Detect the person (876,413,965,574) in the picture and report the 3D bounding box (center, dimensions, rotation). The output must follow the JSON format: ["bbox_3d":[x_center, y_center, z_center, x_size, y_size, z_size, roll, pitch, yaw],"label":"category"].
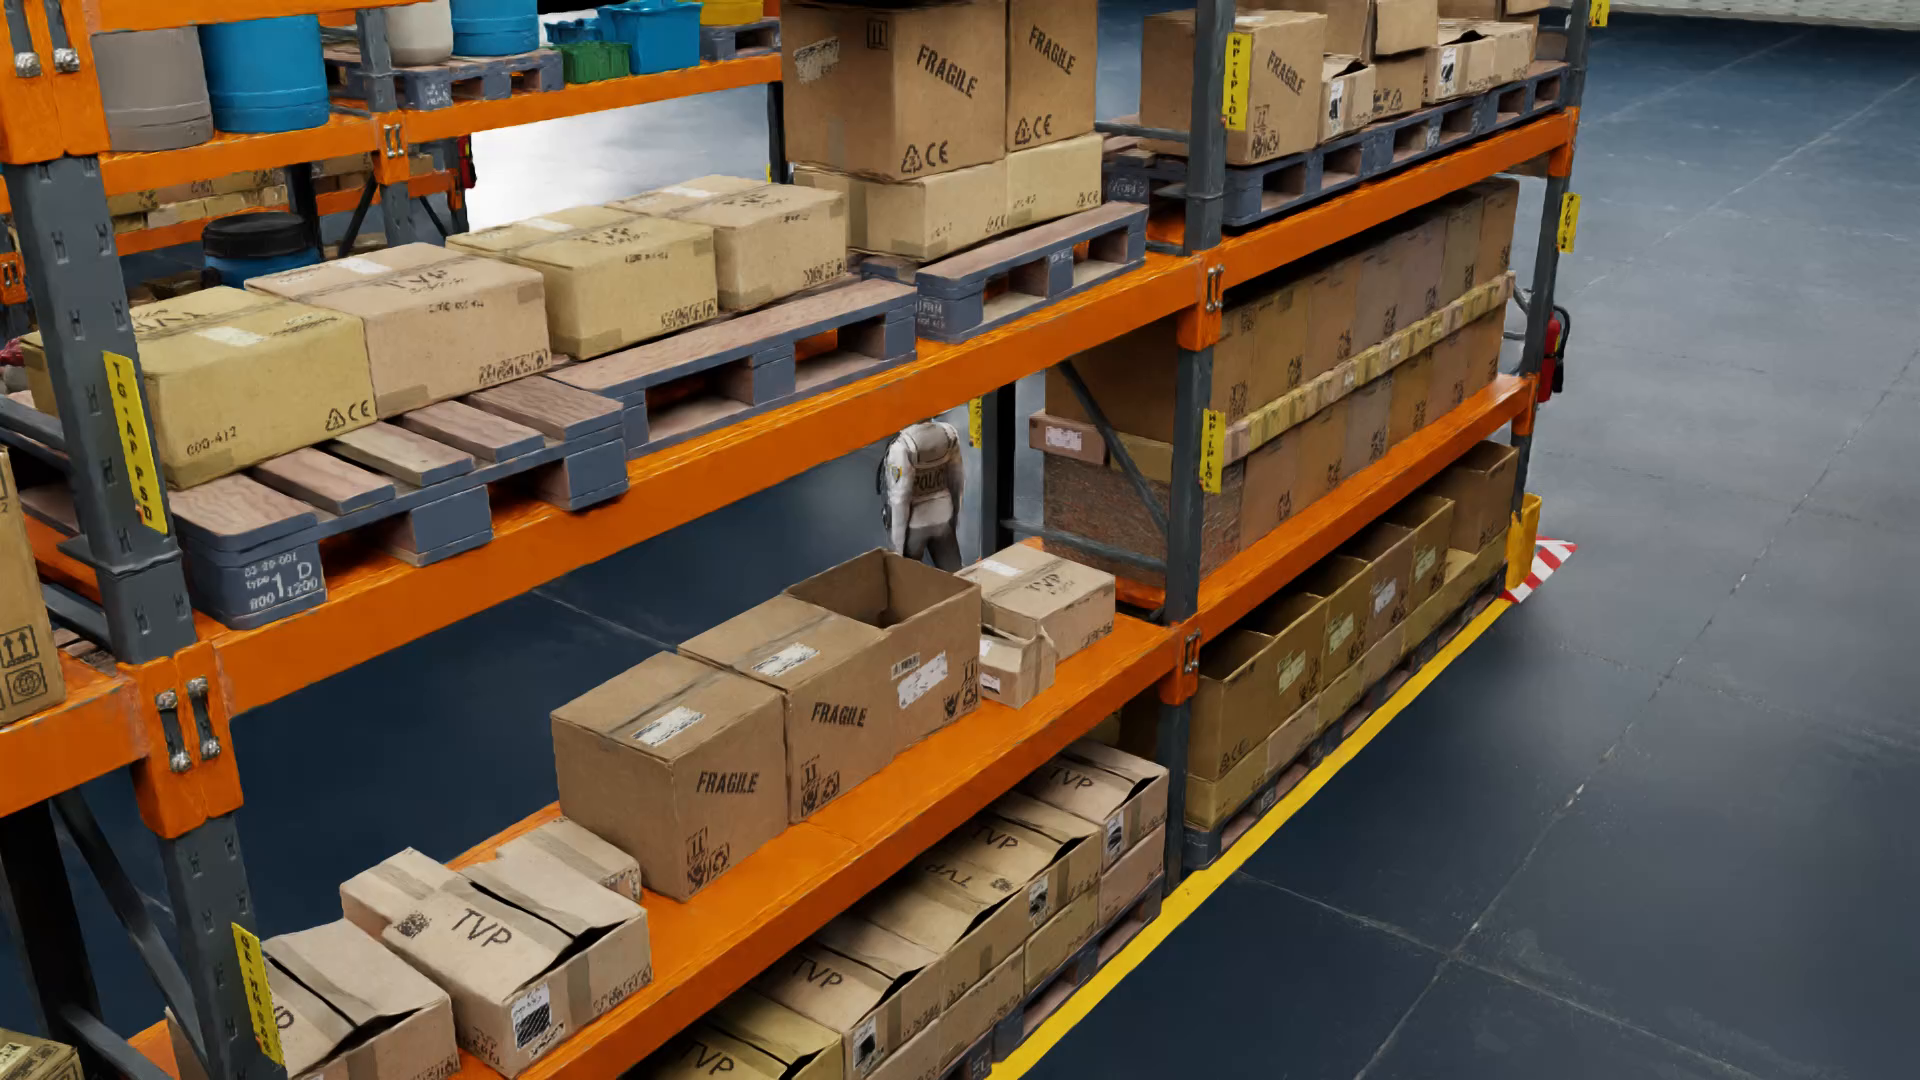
[{"bbox_3d":[-0.096,-0.062,8.731,0.643,1.669,0.469,-16,28,-32],"label":"person"}]
